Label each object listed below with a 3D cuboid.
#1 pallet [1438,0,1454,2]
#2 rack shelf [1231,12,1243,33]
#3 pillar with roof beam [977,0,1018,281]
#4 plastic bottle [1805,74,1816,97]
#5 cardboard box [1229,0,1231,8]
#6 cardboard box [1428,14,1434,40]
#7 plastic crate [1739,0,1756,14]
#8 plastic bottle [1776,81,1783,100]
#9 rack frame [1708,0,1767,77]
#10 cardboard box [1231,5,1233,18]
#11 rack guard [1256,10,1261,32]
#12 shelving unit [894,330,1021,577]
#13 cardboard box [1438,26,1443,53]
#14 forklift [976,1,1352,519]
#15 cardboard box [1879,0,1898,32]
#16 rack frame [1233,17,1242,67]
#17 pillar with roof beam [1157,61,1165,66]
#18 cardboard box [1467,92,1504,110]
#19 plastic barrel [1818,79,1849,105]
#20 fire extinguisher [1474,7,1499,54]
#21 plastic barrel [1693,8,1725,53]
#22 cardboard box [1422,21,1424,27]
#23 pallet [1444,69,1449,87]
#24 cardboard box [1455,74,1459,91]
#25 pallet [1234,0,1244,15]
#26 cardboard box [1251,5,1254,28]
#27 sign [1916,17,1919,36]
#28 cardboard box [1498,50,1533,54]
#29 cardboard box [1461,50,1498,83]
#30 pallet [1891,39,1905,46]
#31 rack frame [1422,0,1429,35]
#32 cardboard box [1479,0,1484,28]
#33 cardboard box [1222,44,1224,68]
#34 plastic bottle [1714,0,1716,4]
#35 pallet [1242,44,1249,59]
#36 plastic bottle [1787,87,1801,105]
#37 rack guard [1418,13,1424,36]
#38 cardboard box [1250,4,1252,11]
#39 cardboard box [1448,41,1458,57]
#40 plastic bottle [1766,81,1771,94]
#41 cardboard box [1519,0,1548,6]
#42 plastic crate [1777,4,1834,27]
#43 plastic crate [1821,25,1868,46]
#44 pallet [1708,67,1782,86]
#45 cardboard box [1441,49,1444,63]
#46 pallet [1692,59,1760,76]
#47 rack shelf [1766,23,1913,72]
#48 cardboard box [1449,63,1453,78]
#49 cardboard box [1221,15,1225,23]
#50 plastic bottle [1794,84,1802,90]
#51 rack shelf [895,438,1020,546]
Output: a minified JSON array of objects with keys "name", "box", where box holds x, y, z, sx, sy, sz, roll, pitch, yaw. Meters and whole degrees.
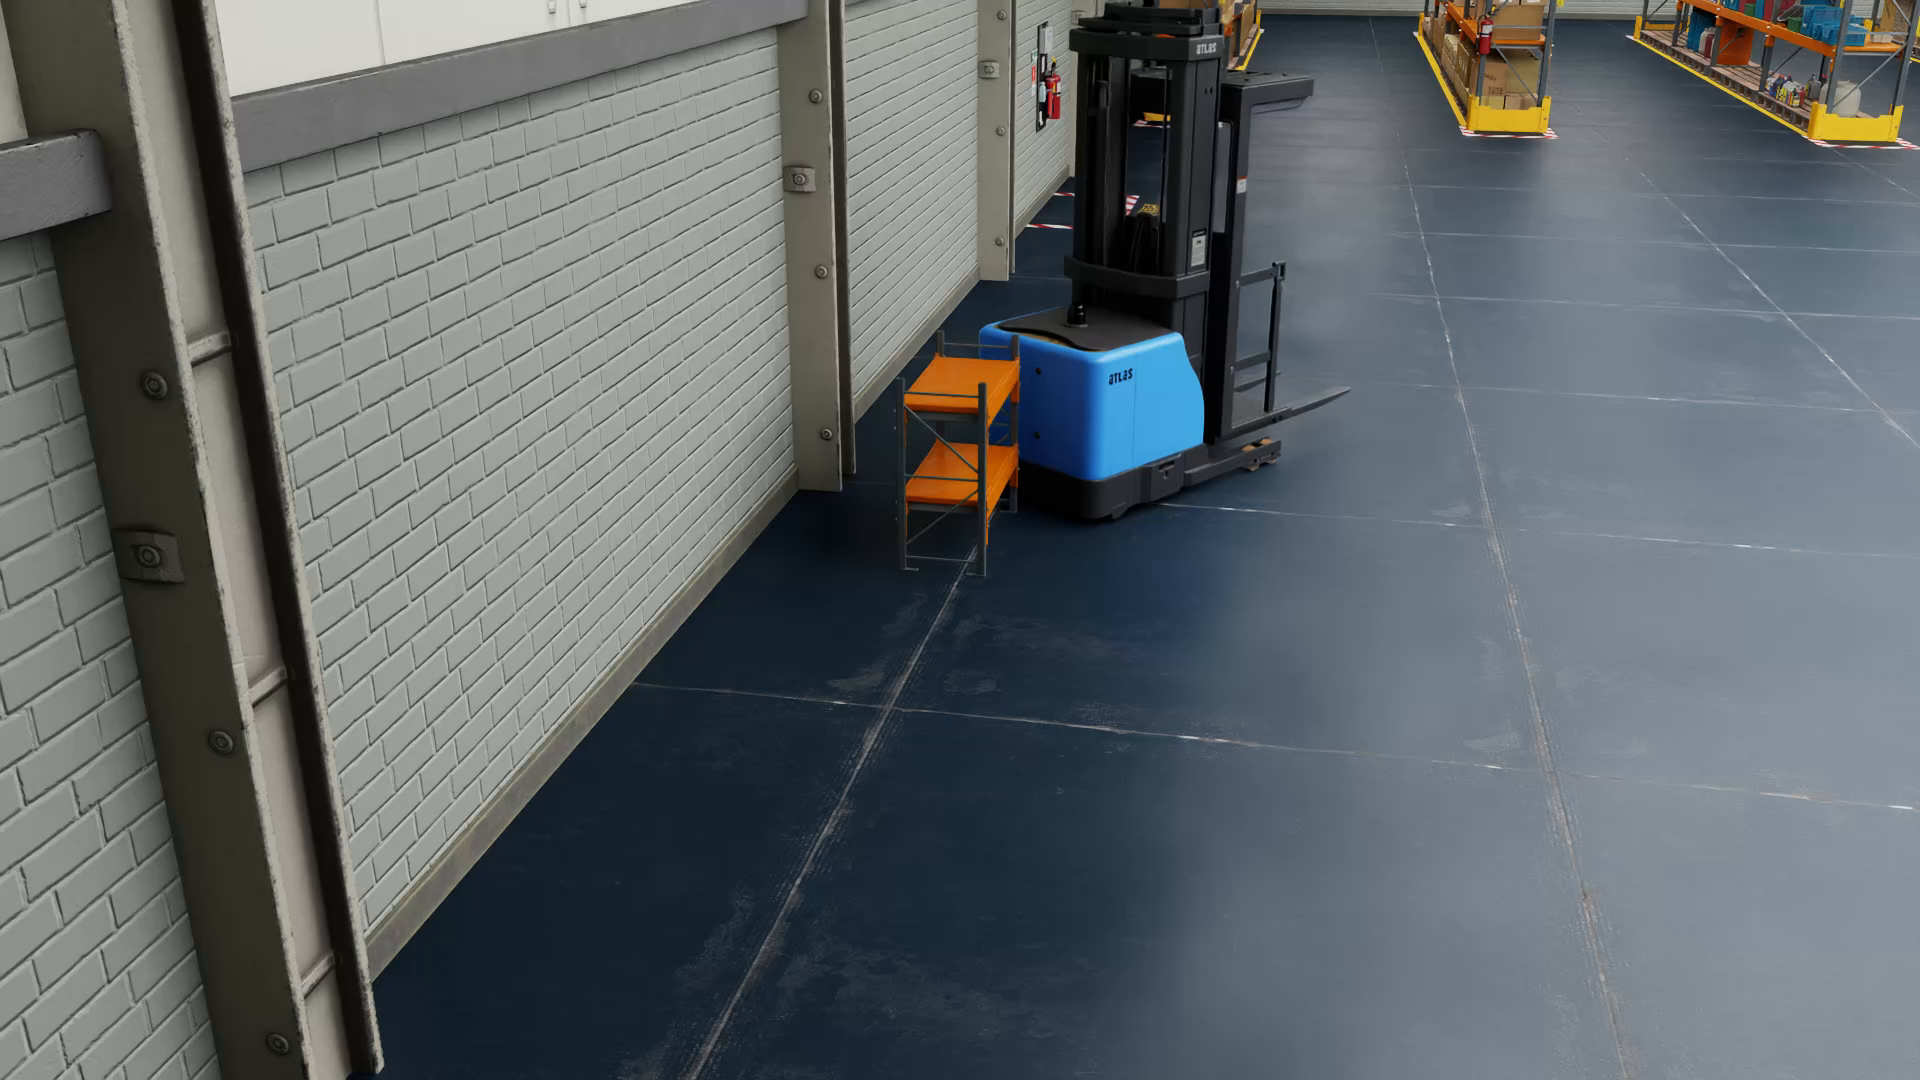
[{"name":"pallet","box":[10.052,-10.759,32.809,1.213,0.211,1.003,4,22,11]},{"name":"rack shelf","box":[4.724,-9.905,31.396,1.077,0.370,4.000,4,22,11]},{"name":"pillar with roof beam","box":[4.562,-6.433,13.780,9.100,9.000,0.400,4,22,11]},{"name":"plastic bottle","box":[14.024,-7.481,27.371,0.144,0.351,0.185,4,22,11]},{"name":"cardboard box","box":[4.207,-9.042,27.460,0.500,0.500,0.500,5,23,13]},{"name":"cardboard box","box":[10.637,-11.332,36.732,0.500,0.500,0.500,4,22,11]},{"name":"plastic crate","box":[14.202,-9.677,29.782,0.402,0.464,0.583,4,22,11]},{"name":"plastic bottle","box":[13.331,-7.307,27.028,0.061,0.283,0.133,5,23,13]},{"name":"rack frame","box":[14.831,-10.215,31.203,1.000,3.000,0.127,4,22,11]},{"name":"cardboard box","box":[4.406,-9.070,28.532,0.500,0.250,0.500,5,22,11]},{"name":"rack guard","box":[6.770,-12.746,40.832,1.175,0.500,0.348,4,22,11]},{"name":"shelving unit","box":[0.001,-0.524,9.650,0.538,1.125,1.048,4,22,11]},{"name":"cardboard box","box":[10.049,-10.188,33.892,0.500,0.500,0.500,4,22,9]},{"name":"forklift","box":[1.507,-1.940,10.746,3.031,2.935,1.130,-20,29,-40]},{"name":"cardboard box","box":[21.260,-11.733,37.252,0.875,0.875,0.875,4,22,11]},{"name":"rack frame","box":[5.132,-10.971,33.078,1.000,3.000,0.127,4,22,11]},{"name":"pillar with roof beam","box":[8.235,-13.016,30.126,9.100,9.000,0.400,4,22,11]},{"name":"cardboard box","box":[8.170,-6.807,25.857,0.500,0.250,0.500,4,22,11]},{"name":"plastic barrel","box":[13.360,-6.760,25.392,0.421,0.512,0.421,0,22,0]},{"name":"fire extinguisher","box":[7.871,-7.625,24.874,0.296,0.674,0.183,4,22,11]},{"name":"plastic barrel","box":[15.375,-10.443,34.015,0.600,0.901,0.708,4,22,11]},{"name":"cardboard box","box":[11.142,-12.192,39.314,0.380,0.166,0.250,4,22,11]},{"name":"pallet","box":[9.525,-8.558,30.820,1.003,0.211,1.213,4,22,11]},{"name":"cardboard box","box":[8.668,-7.722,28.130,0.500,0.250,0.500,4,22,11]},{"name":"pallet","box":[4.614,-9.687,30.148,1.003,0.211,1.213,4,22,11]},{"name":"cardboard box","box":[6.618,-12.485,39.622,0.700,0.500,0.500,4,22,11]},{"name":"sign","box":[13.736,-7.374,23.779,0.100,0.325,0.005,4,22,11]},{"name":"cardboard box","box":[8.986,-7.663,26.981,0.500,0.500,0.500,4,22,11]},{"name":"cardboard box","box":[8.461,-7.704,27.082,0.500,0.500,0.500,4,22,11]},{"name":"pallet","box":[20.974,-10.727,36.206,1.003,0.211,1.213,4,22,11]},{"name":"rack frame","box":[11.615,-13.520,39.409,1.000,3.000,0.127,4,22,11]},{"name":"cardboard box","box":[8.874,-8.639,27.154,0.700,0.500,0.500,5,22,12]},{"name":"cardboard box","box":[4.450,-8.823,30.502,0.700,0.500,0.500,5,23,13]},{"name":"plastic bottle","box":[14.584,-10.429,31.999,0.097,0.201,0.097,0,22,0]},{"name":"pallet","box":[5.618,-10.405,35.405,1.003,0.211,1.213,4,22,11]},{"name":"plastic bottle","box":[13.222,-7.025,26.339,0.152,0.276,0.135,5,22,11]},{"name":"rack guard","box":[11.599,-12.333,39.807,1.175,0.500,0.348,4,22,11]},{"name":"cardboard box","box":[6.450,-12.147,37.914,0.380,0.149,0.250,5,23,13]},{"name":"cardboard box","box":[9.279,-9.038,30.646,0.500,0.311,0.500,4,22,10]},{"name":"plastic bottle","box":[13.500,-7.538,27.713,0.097,0.201,0.097,0,22,0]},{"name":"cardboard box","box":[8.641,-8.143,25.055,0.380,0.149,0.250,4,22,11]},{"name":"plastic crate","box":[13.783,-8.542,27.131,0.767,0.338,0.504,4,22,11]},{"name":"plastic crate","box":[13.008,-7.426,24.477,0.499,0.251,0.616,4,22,11]},{"name":"pallet","box":[14.635,-8.642,31.028,1.003,0.211,1.213,4,22,11]},{"name":"cardboard box","box":[9.588,-9.345,32.159,0.500,0.250,0.500,4,22,11]},{"name":"pallet","box":[14.951,-9.213,32.448,1.003,0.211,1.213,4,22,11]},{"name":"rack shelf","box":[13.607,-7.687,25.889,1.077,0.370,4.000,4,22,11]},{"name":"cardboard box","box":[9.072,-8.409,29.837,0.500,0.250,0.500,4,22,10]},{"name":"cardboard box","box":[3.910,-8.139,26.221,0.500,0.250,0.500,4,22,9]},{"name":"plastic bottle","box":[13.469,-7.203,26.780,0.152,0.276,0.135,4,22,11]},{"name":"rack shelf","box":[0.001,-0.297,9.741,0.538,0.278,1.000,4,22,11]}]
